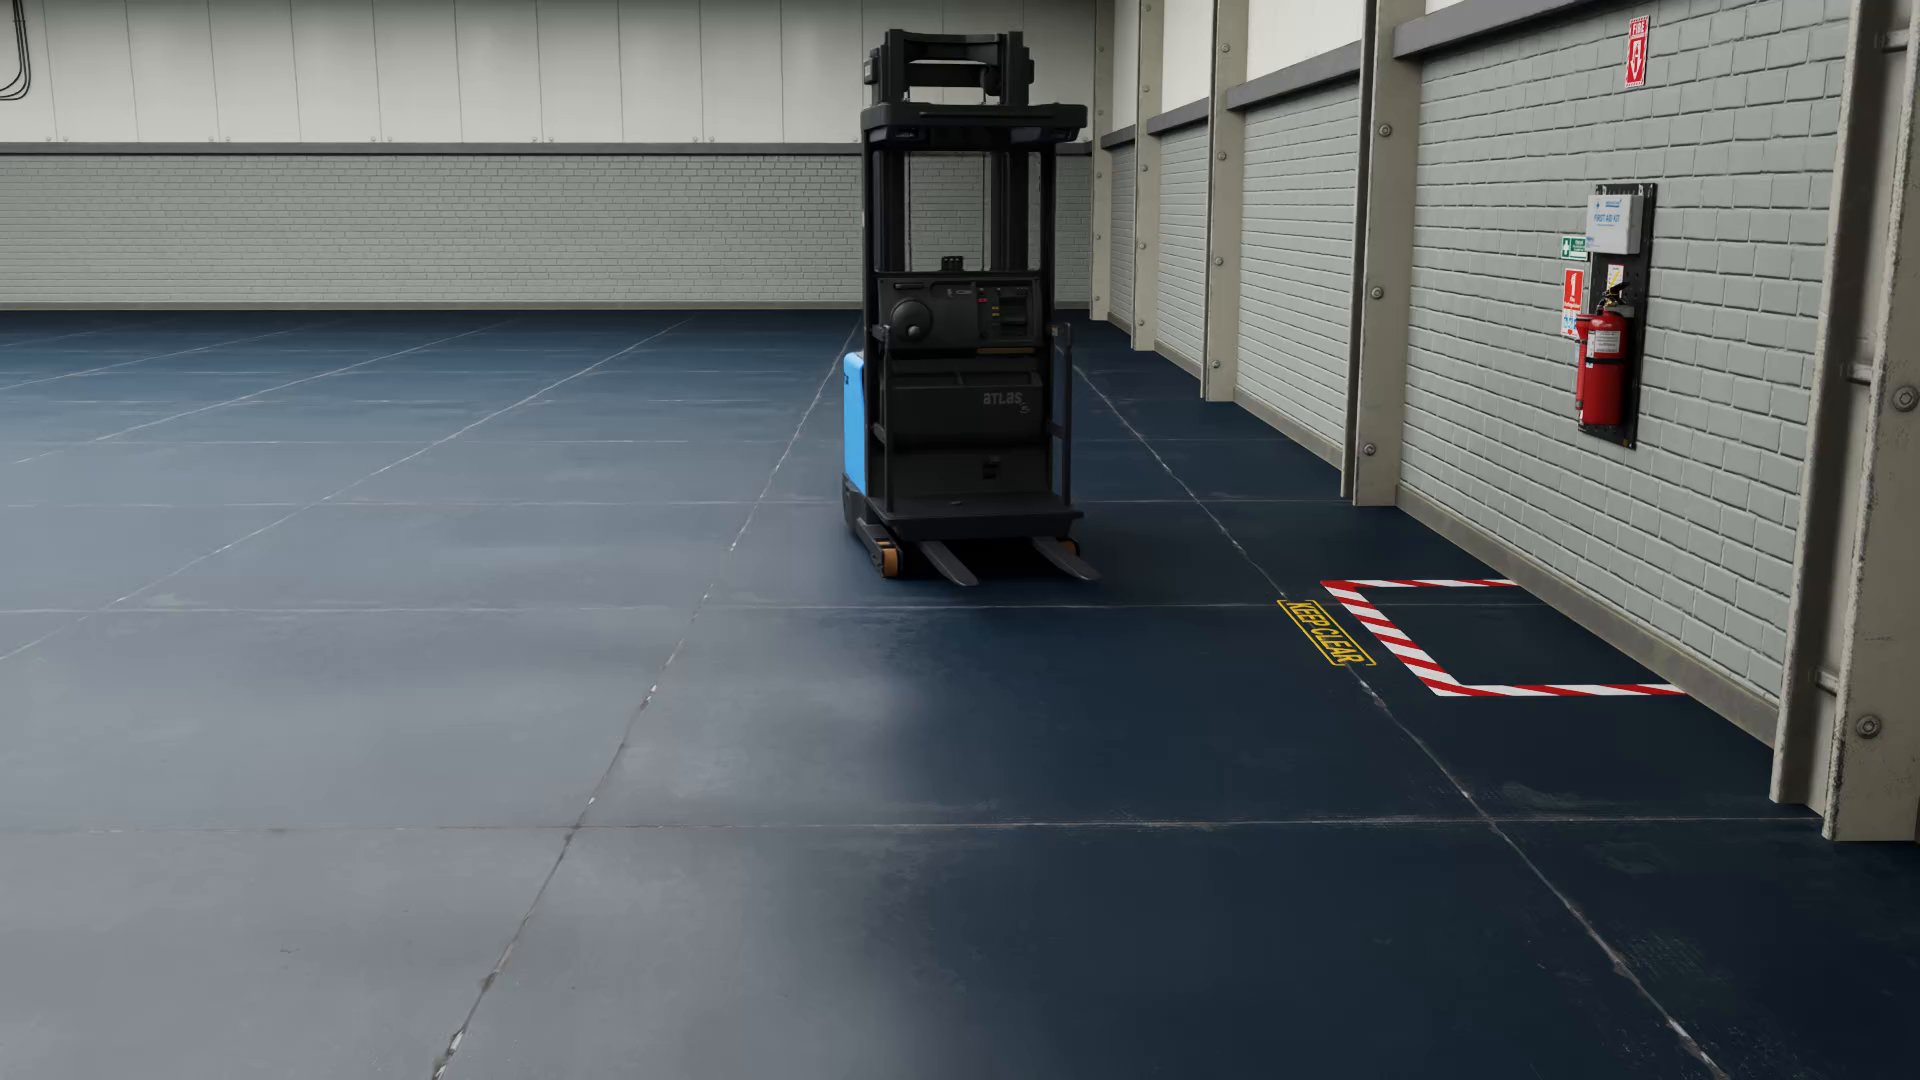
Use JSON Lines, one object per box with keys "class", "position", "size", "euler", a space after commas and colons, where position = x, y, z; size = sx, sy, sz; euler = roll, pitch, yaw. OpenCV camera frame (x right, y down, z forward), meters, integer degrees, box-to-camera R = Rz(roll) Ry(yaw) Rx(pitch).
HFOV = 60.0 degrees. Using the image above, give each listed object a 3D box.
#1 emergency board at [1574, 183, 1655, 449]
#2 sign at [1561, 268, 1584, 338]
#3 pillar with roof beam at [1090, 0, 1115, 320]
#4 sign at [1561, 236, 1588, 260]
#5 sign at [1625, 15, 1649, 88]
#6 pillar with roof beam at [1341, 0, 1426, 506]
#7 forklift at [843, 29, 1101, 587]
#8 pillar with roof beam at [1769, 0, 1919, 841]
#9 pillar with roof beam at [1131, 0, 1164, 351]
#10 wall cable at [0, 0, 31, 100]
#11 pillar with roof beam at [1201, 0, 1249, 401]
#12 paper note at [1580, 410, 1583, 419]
{"class": "emergency board", "position": [2.919, -1.040, 7.639], "size": [0.194, 1.169, 0.643], "euler": [0, 11, -1]}
{"class": "sign", "position": [3.011, -1.167, 8.179], "size": [0.001, 0.329, 0.234], "euler": [0, 11, -1]}
{"class": "pillar with roof beam", "position": [-1.868, -8.241, 28.049], "size": [9.100, 9.000, 0.400], "euler": [0, 11, -1]}
{"class": "sign", "position": [3.002, -1.426, 8.122], "size": [0.001, 0.109, 0.331], "euler": [0, 11, -1]}
{"class": "sign", "position": [3.019, -2.178, 7.418], "size": [0.001, 0.298, 0.199], "euler": [0, 11, -1]}
{"class": "pillar with roof beam", "position": [-1.496, -4.663, 10.412], "size": [9.100, 9.000, 0.400], "euler": [0, 11, -1]}
{"class": "forklift", "position": [0.047, -1.310, 9.143], "size": [1.130, 2.935, 3.031], "euler": [-2, 12, -11]}
{"class": "pillar with roof beam", "position": [-1.372, -3.471, 4.533], "size": [9.100, 9.000, 0.400], "euler": [0, 11, -1]}
{"class": "pillar with roof beam", "position": [-1.744, -7.049, 22.170], "size": [9.100, 9.000, 0.400], "euler": [0, 11, -1]}
{"class": "wall cable", "position": [-18.304, -10.423, 30.250], "size": [2.305, 6.003, 0.169], "euler": [0, 11, -1]}
{"class": "pillar with roof beam", "position": [-1.620, -5.856, 16.291], "size": [9.100, 9.000, 0.400], "euler": [0, 11, -1]}
{"class": "paper note", "position": [2.985, -0.643, 7.901], "size": [0.016, 0.148, 0.142], "euler": [0, 11, -1]}
